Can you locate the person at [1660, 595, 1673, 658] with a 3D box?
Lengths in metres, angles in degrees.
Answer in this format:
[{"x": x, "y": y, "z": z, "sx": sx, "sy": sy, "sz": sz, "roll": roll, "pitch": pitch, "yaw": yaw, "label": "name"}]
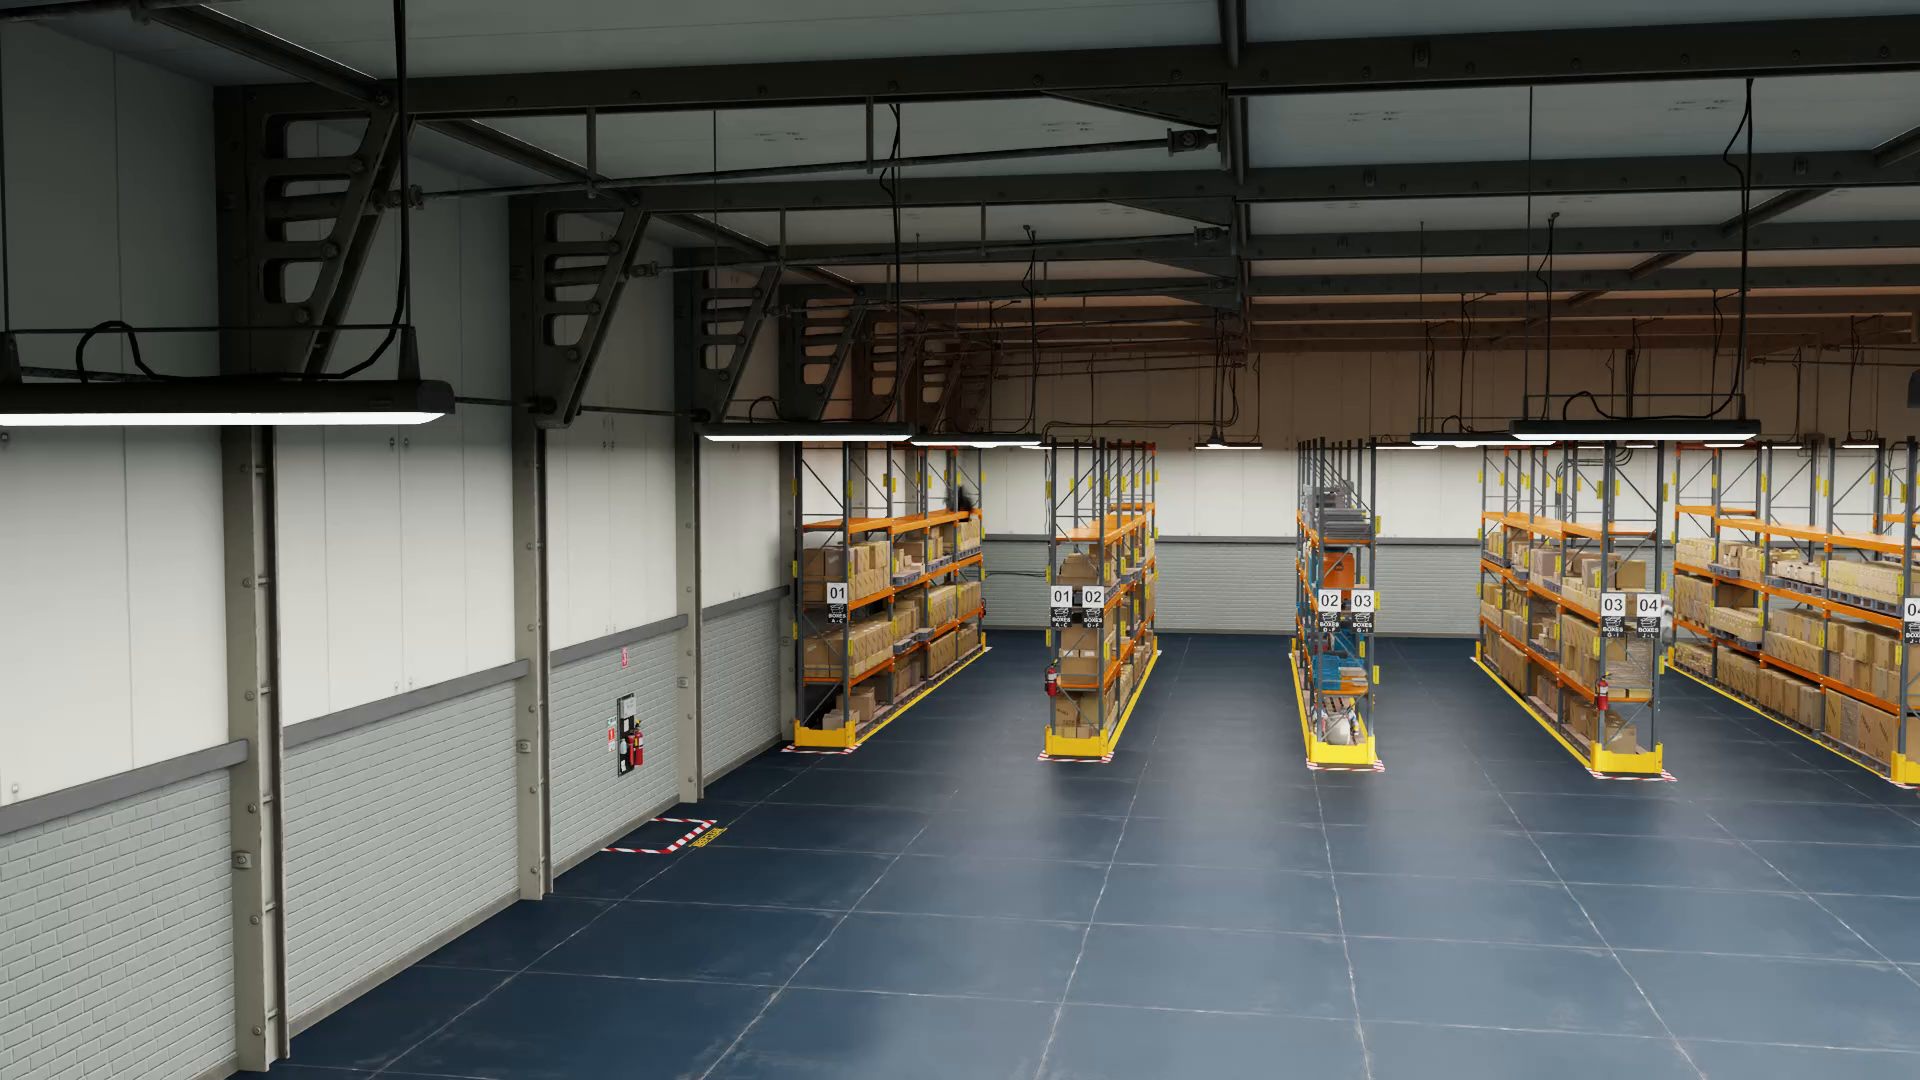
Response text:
[{"x": 19.211, "y": 2.420, "z": 45.634, "sx": 0.669, "sy": 1.813, "sz": 0.692, "roll": -1, "pitch": 3, "yaw": -20, "label": "person"}]
